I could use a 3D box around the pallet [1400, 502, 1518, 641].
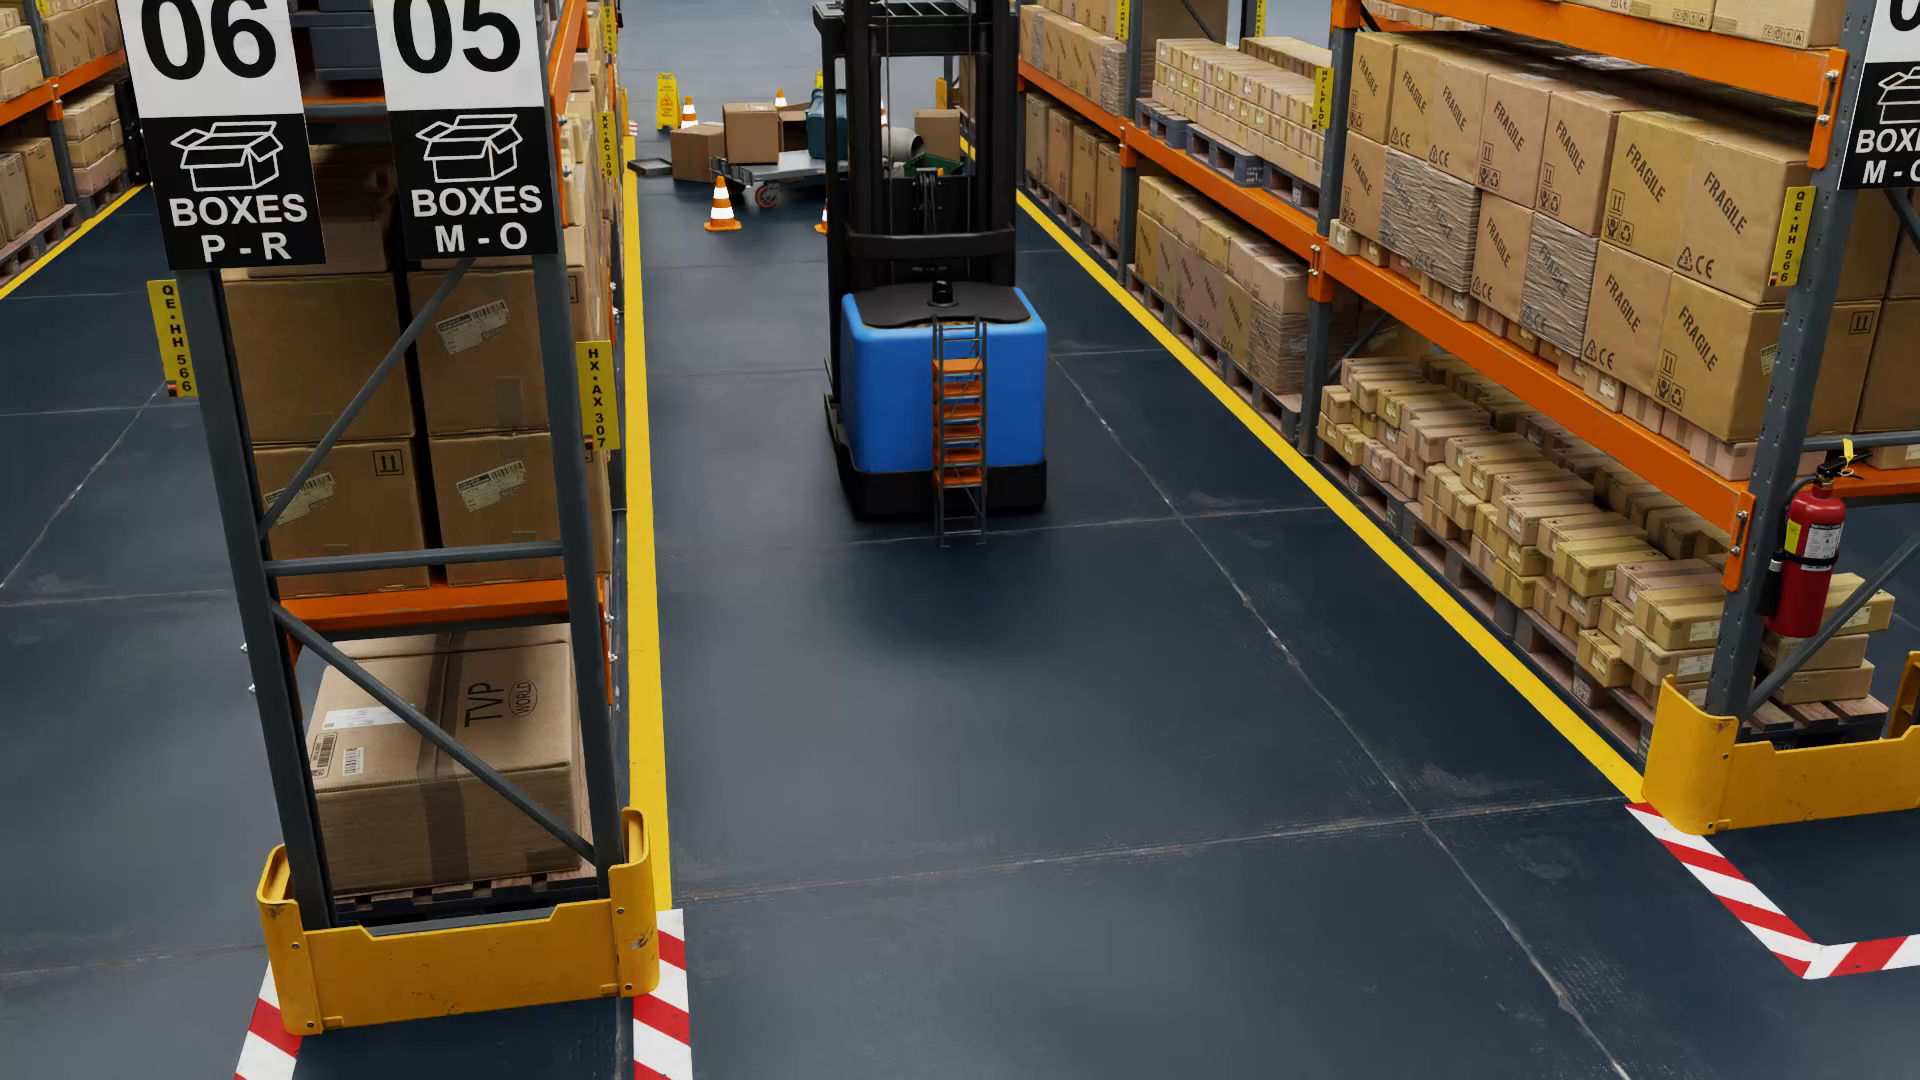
[{"bbox_3d":[2.911,0.101,8.254,1.003,0.211,1.213,-4,24,-10],"label":"pallet"}]

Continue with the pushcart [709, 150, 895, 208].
[{"bbox_3d":[-1.571,-3.646,16.628,1.648,0.377,0.936,-13,27,-28],"label":"pushcart"}]

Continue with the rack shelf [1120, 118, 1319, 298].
[{"bbox_3d":[2.153,-2.376,11.341,1.077,0.370,4.000,-4,24,-10],"label":"rack shelf"}]

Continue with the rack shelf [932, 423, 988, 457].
[{"bbox_3d":[-0.003,-0.515,8.541,0.258,0.103,0.180,-4,24,-10],"label":"rack shelf"}]

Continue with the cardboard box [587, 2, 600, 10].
[{"bbox_3d":[-2.710,-3.406,11.427,0.500,0.500,0.500,-5,24,-11],"label":"cardboard box"}]

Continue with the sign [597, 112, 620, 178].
[{"bbox_3d":[-1.778,-1.988,8.373,0.100,0.325,0.005,-4,24,-10],"label":"sign"}]

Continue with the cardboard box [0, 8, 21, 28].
[{"bbox_3d":[-8.398,-4.516,14.407,0.380,0.149,0.250,-3,24,-8],"label":"cardboard box"}]

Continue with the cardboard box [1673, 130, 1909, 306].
[{"bbox_3d":[2.934,-1.148,5.884,0.500,0.500,0.500,-5,24,-11],"label":"cardboard box"}]

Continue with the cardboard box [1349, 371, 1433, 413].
[{"bbox_3d":[2.376,-0.814,9.160,0.380,0.149,0.250,-3,24,-7],"label":"cardboard box"}]

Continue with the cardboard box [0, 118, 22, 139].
[{"bbox_3d":[-8.961,-3.861,15.503,0.500,0.250,0.500,-4,24,-9],"label":"cardboard box"}]

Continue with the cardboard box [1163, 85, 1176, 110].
[{"bbox_3d":[1.717,-3.273,12.286,0.380,0.149,0.250,-3,24,-7],"label":"cardboard box"}]

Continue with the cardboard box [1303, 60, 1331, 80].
[{"bbox_3d":[2.561,-3.175,11.317,0.380,0.149,0.250,-3,24,-7],"label":"cardboard box"}]

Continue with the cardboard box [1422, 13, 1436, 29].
[{"bbox_3d":[5.426,-5.836,18.679,0.380,0.149,0.250,-4,24,-10],"label":"cardboard box"}]

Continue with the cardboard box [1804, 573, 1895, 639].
[{"bbox_3d":[3.500,0.264,6.691,0.380,0.149,0.250,-5,24,-12],"label":"cardboard box"}]

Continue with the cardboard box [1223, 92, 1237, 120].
[{"bbox_3d":[1.969,-2.889,11.034,0.380,0.149,0.250,-3,24,-8],"label":"cardboard box"}]

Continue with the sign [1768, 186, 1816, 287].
[{"bbox_3d":[2.714,-0.988,5.423,0.100,0.325,0.005,-4,24,-10],"label":"sign"}]

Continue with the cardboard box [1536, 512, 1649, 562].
[{"bbox_3d":[2.767,0.004,7.287,0.380,0.149,0.250,-5,24,-12],"label":"cardboard box"}]

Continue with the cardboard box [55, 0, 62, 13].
[{"bbox_3d":[-8.605,-4.981,15.471,0.380,0.149,0.250,-4,24,-10],"label":"cardboard box"}]

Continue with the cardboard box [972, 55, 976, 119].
[{"bbox_3d":[0.659,-5.250,19.153,0.875,0.875,0.875,-5,24,-11],"label":"cardboard box"}]

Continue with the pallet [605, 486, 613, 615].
[{"bbox_3d":[-2.259,0.070,8.326,1.003,0.211,1.213,-4,24,-10],"label":"pallet"}]

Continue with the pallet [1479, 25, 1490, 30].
[{"bbox_3d":[5.935,-4.994,16.676,1.003,0.211,1.213,-4,24,-10],"label":"pallet"}]

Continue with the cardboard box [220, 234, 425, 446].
[{"bbox_3d":[-1.906,-0.616,5.038,0.500,0.500,0.500,-4,24,-8],"label":"cardboard box"}]

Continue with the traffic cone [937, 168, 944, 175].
[{"bbox_3d":[-0.192,-3.264,15.645,0.336,0.463,0.334,-4,24,-10],"label":"traffic cone"}]

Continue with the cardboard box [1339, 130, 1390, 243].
[{"bbox_3d":[2.367,-1.888,8.828,0.500,0.500,0.500,-5,24,-11],"label":"cardboard box"}]

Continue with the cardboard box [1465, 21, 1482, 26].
[{"bbox_3d":[5.914,-5.757,17.687,0.875,0.500,0.500,-4,24,-10],"label":"cardboard box"}]

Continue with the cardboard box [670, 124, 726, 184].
[{"bbox_3d":[-2.663,-4.037,17.367,0.500,0.500,0.500,13,27,27],"label":"cardboard box"}]

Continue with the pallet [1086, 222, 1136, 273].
[{"bbox_3d":[1.712,-2.530,14.280,1.003,0.211,1.213,-4,24,-10],"label":"pallet"}]

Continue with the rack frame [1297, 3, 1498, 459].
[{"bbox_3d":[2.523,-1.919,9.396,1.000,3.000,0.127,-4,24,-10],"label":"rack frame"}]

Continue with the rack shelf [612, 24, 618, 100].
[{"bbox_3d":[-4.172,-5.117,17.616,1.077,0.370,4.000,-4,24,-10],"label":"rack shelf"}]

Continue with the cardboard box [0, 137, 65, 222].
[{"bbox_3d":[-8.572,-3.191,14.750,0.875,0.625,0.625,-3,24,-7],"label":"cardboard box"}]

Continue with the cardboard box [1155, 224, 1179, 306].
[{"bbox_3d":[1.760,-2.045,12.282,0.500,0.500,0.500,-4,24,-9],"label":"cardboard box"}]

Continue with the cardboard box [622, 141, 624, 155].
[{"bbox_3d":[-3.756,-4.053,17.194,0.500,0.250,0.500,-3,24,-7],"label":"cardboard box"}]

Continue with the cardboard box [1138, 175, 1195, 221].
[{"bbox_3d":[1.673,-2.594,12.603,0.500,0.250,0.500,-5,24,-12],"label":"cardboard box"}]

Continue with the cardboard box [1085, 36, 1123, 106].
[{"bbox_3d":[1.345,-3.892,13.788,0.500,0.500,0.500,-4,24,-10],"label":"cardboard box"}]

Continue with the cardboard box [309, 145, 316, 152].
[{"bbox_3d":[-2.136,-1.365,5.943,0.380,0.149,0.250,-4,24,-8],"label":"cardboard box"}]

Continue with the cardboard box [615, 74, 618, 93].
[{"bbox_3d":[-3.610,-4.539,16.557,0.380,0.149,0.250,-4,24,-9],"label":"cardboard box"}]

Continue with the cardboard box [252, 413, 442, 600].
[{"bbox_3d":[-1.933,-0.156,5.234,0.500,0.500,0.500,-4,24,-9],"label":"cardboard box"}]

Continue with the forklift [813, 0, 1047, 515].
[{"bbox_3d":[-0.256,-2.035,9.747,1.130,2.935,3.031,-3,24,-8],"label":"forklift"}]

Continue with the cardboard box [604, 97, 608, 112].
[{"bbox_3d":[-2.510,-2.674,10.687,0.500,0.250,0.500,-5,24,-11],"label":"cardboard box"}]

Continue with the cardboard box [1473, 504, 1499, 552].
[{"bbox_3d":[2.649,-0.064,7.814,0.380,0.149,0.250,-3,24,-7],"label":"cardboard box"}]

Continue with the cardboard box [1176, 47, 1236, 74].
[{"bbox_3d":[1.772,-3.444,11.934,0.380,0.149,0.250,-4,24,-10],"label":"cardboard box"}]

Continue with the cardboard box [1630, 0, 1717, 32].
[{"bbox_3d":[2.817,-2.011,6.047,0.500,0.250,0.500,-4,24,-10],"label":"cardboard box"}]

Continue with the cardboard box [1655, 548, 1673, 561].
[{"bbox_3d":[3.350,0.096,7.447,0.380,0.149,0.250,-4,24,-8],"label":"cardboard box"}]

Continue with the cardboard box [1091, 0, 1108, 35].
[{"bbox_3d":[1.518,-4.574,14.101,0.700,0.500,0.500,-5,24,-11],"label":"cardboard box"}]

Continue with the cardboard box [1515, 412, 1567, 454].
[{"bbox_3d":[3.096,-0.555,8.566,0.380,0.149,0.250,-5,24,-12],"label":"cardboard box"}]

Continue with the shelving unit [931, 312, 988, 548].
[{"bbox_3d":[-0.003,-0.556,8.523,0.258,1.200,0.189,-4,24,-10],"label":"shelving unit"}]

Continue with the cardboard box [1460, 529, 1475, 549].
[{"bbox_3d":[2.678,-0.033,8.115,0.380,0.149,0.250,-4,24,-8],"label":"cardboard box"}]

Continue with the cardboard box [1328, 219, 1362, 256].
[{"bbox_3d":[2.254,-1.668,9.136,0.380,0.149,0.250,-3,24,-8],"label":"cardboard box"}]

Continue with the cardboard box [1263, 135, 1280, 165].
[{"bbox_3d":[2.116,-2.437,10.371,0.380,0.149,0.250,-6,24,-12],"label":"cardboard box"}]

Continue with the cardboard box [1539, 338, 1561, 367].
[{"bbox_3d":[2.773,-0.851,7.265,0.380,0.149,0.250,-5,24,-12],"label":"cardboard box"}]

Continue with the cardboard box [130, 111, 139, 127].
[{"bbox_3d":[-8.735,-4.261,17.044,0.500,0.250,0.500,-4,24,-10],"label":"cardboard box"}]

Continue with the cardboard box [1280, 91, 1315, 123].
[{"bbox_3d":[2.161,-2.620,10.047,0.380,0.149,0.250,-5,24,-11],"label":"cardboard box"}]
